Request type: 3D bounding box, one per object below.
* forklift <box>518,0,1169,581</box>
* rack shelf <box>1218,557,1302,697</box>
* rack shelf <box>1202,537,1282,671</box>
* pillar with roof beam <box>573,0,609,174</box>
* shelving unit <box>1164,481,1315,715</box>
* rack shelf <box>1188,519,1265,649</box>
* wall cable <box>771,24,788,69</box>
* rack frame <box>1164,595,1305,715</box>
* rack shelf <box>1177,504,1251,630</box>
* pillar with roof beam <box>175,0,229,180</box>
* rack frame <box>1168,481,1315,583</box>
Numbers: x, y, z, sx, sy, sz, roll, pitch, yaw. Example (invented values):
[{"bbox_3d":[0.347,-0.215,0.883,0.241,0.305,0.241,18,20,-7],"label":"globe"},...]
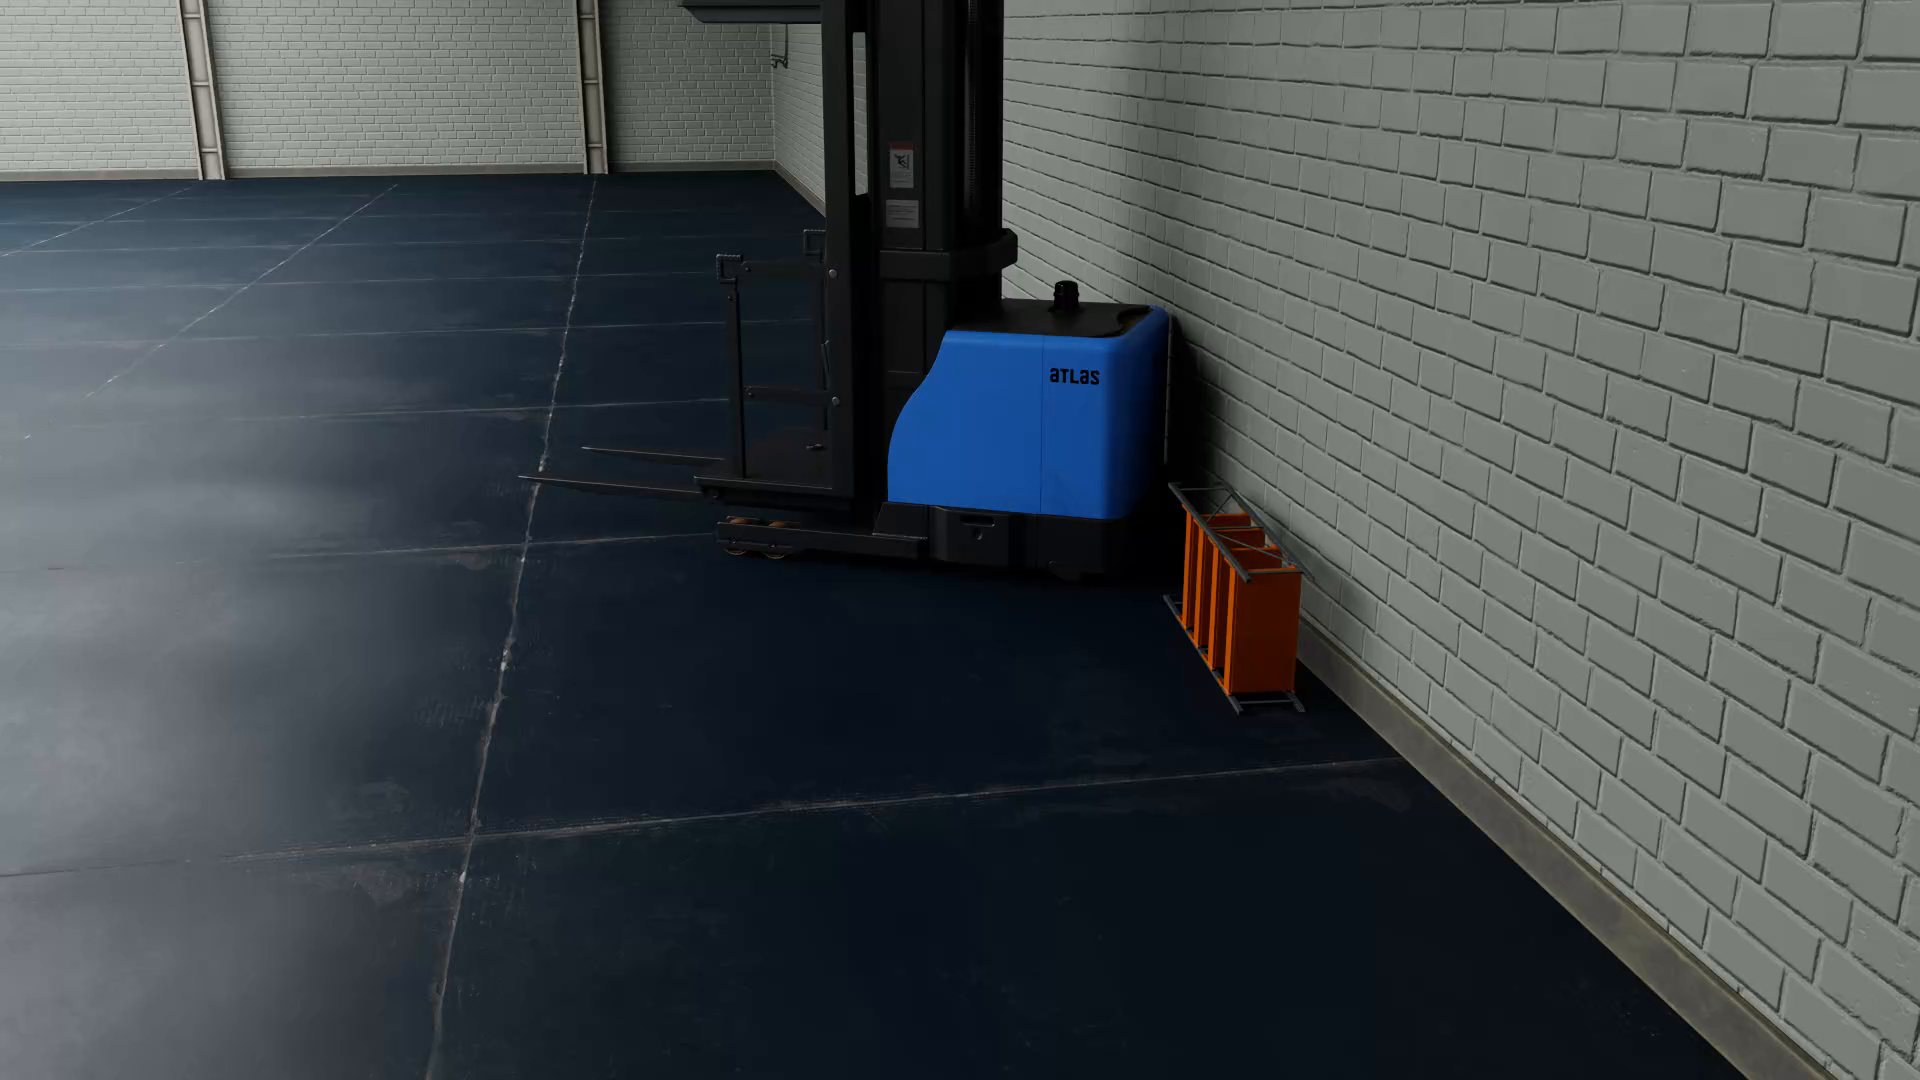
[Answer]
[{"bbox_3d":[-0.597,-1.456,7.559,3.031,2.935,1.130,5,18,17],"label":"forklift"},{"bbox_3d":[1.072,0.306,5.947,0.258,0.480,0.148,-2,18,-6],"label":"rack shelf"},{"bbox_3d":[1.048,0.233,6.170,0.258,0.480,0.148,-2,18,-6],"label":"rack shelf"},{"bbox_3d":[-5.253,-9.188,22.400,0.400,9.000,9.100,-3,17,-10],"label":"pillar with roof beam"},{"bbox_3d":[1.032,0.185,6.318,0.258,0.503,1.200,-2,18,-6],"label":"shelving unit"},{"bbox_3d":[1.025,0.165,6.382,0.258,0.480,0.148,-2,18,-6],"label":"rack shelf"},{"bbox_3d":[-2.926,-8.728,26.189,0.112,2.526,3.097,-3,17,-10],"label":"wall cable"},{"bbox_3d":[1.032,0.417,6.394,0.240,0.015,1.200,-2,18,-6],"label":"rack frame"},{"bbox_3d":[1.005,0.104,6.570,0.258,0.480,0.148,-2,18,-6],"label":"rack shelf"},{"bbox_3d":[-11.144,-8.854,21.312,0.400,9.000,9.100,-3,17,-10],"label":"pillar with roof beam"},{"bbox_3d":[1.033,-0.047,6.243,0.240,0.015,1.200,-2,18,-6],"label":"rack frame"}]
